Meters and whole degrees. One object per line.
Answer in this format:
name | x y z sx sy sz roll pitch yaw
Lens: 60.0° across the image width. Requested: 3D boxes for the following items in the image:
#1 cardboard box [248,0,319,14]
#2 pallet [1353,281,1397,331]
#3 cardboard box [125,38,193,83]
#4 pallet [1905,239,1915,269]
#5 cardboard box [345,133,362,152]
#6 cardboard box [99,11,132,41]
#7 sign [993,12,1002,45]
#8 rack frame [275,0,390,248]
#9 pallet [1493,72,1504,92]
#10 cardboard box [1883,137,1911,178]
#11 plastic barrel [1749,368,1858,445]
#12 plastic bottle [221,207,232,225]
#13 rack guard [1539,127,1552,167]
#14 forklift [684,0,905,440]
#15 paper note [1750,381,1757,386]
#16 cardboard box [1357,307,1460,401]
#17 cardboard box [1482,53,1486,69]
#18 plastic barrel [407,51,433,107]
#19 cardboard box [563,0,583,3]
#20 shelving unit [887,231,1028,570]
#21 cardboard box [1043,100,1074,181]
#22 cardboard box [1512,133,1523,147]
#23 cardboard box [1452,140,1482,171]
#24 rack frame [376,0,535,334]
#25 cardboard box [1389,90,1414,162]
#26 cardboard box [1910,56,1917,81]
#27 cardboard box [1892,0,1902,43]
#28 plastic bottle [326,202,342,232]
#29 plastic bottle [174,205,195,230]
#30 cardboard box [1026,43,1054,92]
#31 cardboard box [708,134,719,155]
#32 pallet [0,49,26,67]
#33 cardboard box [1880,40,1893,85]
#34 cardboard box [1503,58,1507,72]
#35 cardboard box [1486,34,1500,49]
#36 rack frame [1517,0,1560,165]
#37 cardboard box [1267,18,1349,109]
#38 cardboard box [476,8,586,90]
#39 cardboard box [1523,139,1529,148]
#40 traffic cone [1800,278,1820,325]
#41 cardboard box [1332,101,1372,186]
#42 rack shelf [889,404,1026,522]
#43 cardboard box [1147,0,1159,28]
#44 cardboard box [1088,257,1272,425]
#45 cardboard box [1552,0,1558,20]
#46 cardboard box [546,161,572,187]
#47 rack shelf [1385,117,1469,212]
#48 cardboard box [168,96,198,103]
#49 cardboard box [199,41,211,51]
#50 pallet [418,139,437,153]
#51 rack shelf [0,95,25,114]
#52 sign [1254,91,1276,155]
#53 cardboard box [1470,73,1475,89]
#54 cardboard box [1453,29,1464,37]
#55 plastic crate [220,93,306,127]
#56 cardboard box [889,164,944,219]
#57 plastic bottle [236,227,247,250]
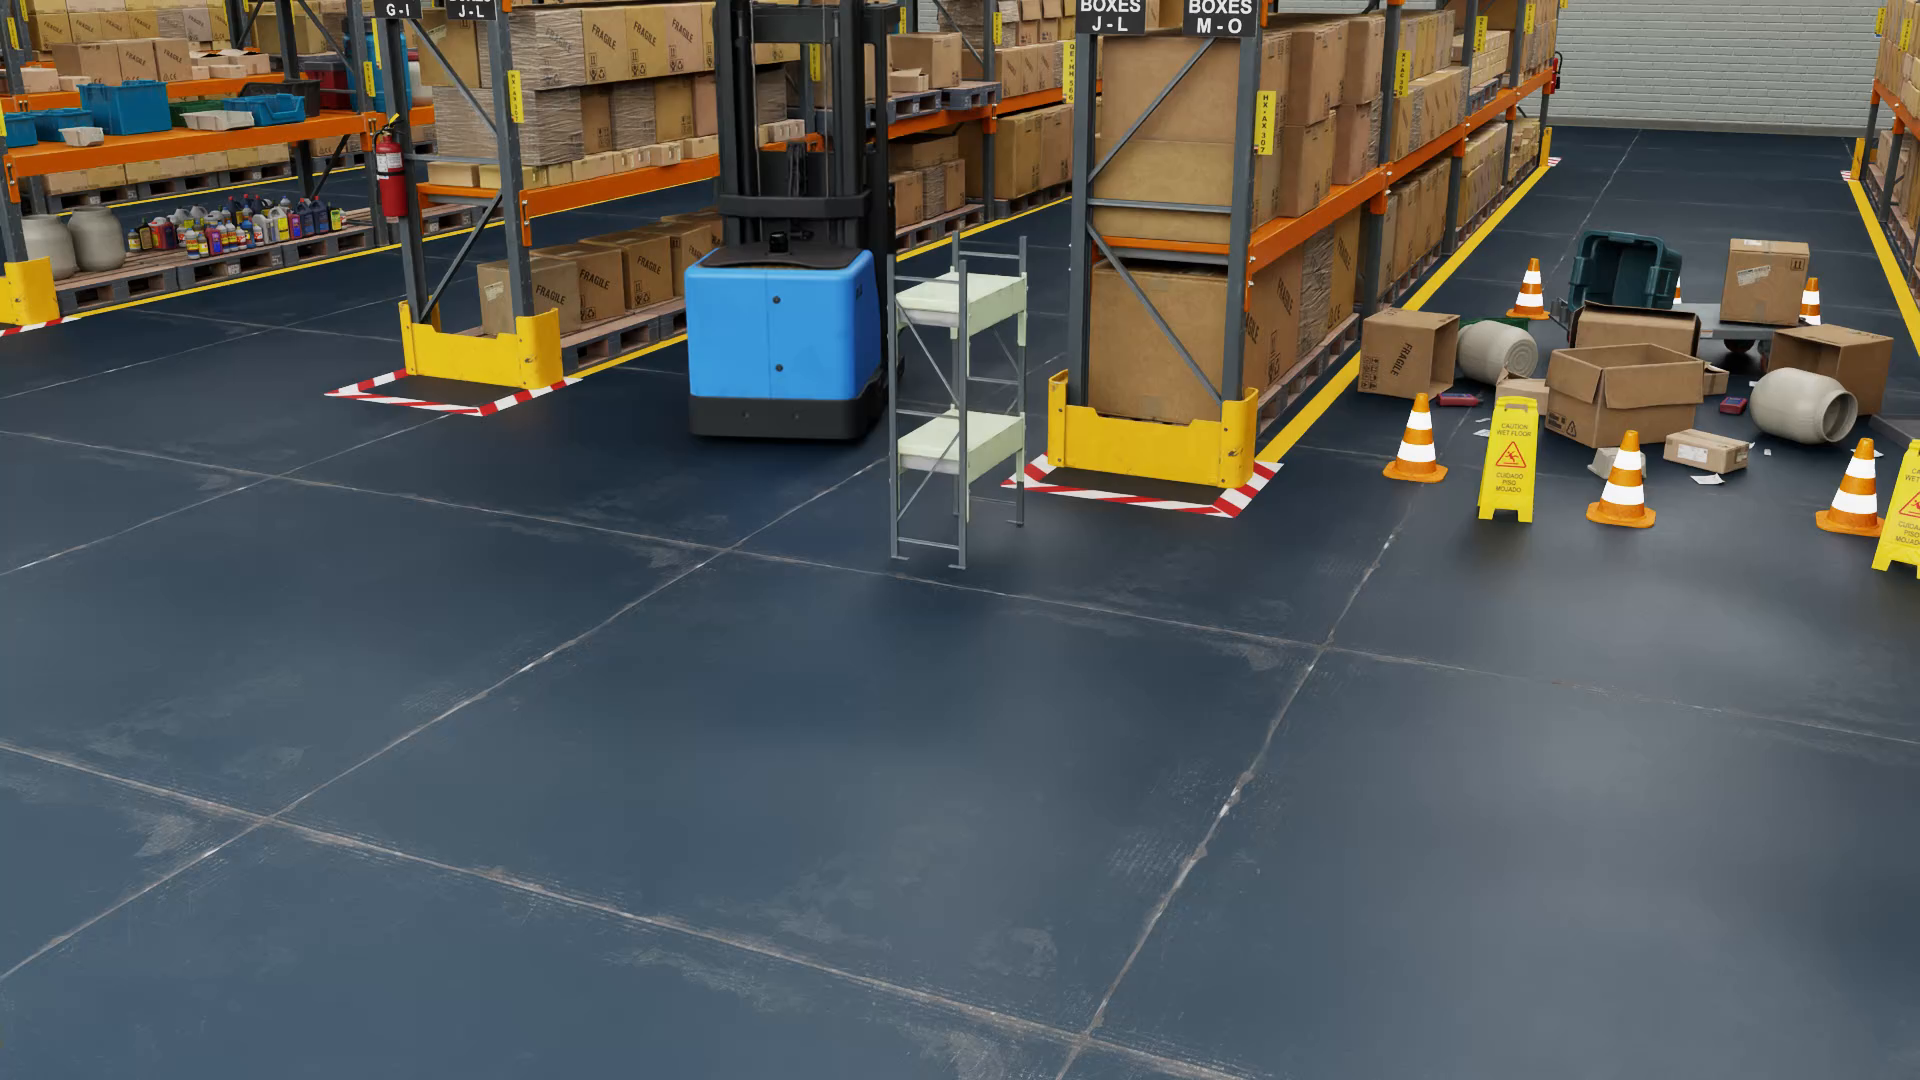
cardboard box | -11.483 -8.778 28.228 0.980 0.700 0.700 8 21 21
pallet | 2.988 -1.987 13.742 1.003 0.211 1.213 9 21 23
cardboard box | -9.813 -5.882 20.381 0.500 0.500 0.500 7 21 20
pallet | 9.328 -2.546 15.313 1.003 0.211 1.213 9 21 23
cardboard box | -8.484 -5.640 22.925 0.500 0.500 0.500 8 21 21
cardboard box | -12.802 -7.649 24.876 0.500 0.500 0.500 8 21 22
sign | 0.394 -5.426 17.639 0.100 0.325 0.005 9 21 23
rack frame | -6.261 -4.446 16.494 1.000 3.000 0.127 9 21 23
pallet | 5.571 -5.196 18.890 1.003 0.211 1.213 9 21 23
cardboard box | 11.666 -4.569 20.037 0.875 0.438 0.875 9 22 24
plastic barrel | 5.125 -0.809 10.112 0.421 0.421 0.512 -9 22 -24
plastic bottle | -7.074 -3.070 16.040 0.097 0.271 0.097 0 20 0
rack guard | 7.624 -5.522 23.251 1.175 0.500 0.348 9 21 23
forklift | -0.976 -2.432 10.934 1.130 2.935 3.031 2 20 6
paper note | 5.525 -1.080 11.459 0.148 0.019 0.142 9 21 23
cardboard box | 3.042 -1.263 11.270 0.500 0.500 0.500 13 23 32
cardboard box | 5.286 -5.011 17.388 0.380 0.149 0.250 8 21 22
plastic barrel | -5.669 -4.772 17.209 0.433 0.535 0.433 0 20 0
cardboard box | -6.421 -8.669 26.727 0.500 0.500 0.500 9 22 24
shelving unit | -0.003 -0.705 8.212 0.431 1.500 0.755 9 21 23
cardboard box | 0.924 -4.937 20.419 1.225 0.875 0.875 8 21 21
cardboard box | 6.837 -5.022 20.853 0.380 0.149 0.250 9 21 24
cardboard box | 5.090 -3.984 17.179 0.500 0.250 0.500 8 21 22
rack frame | -3.380 -2.544 11.145 1.000 3.000 0.127 9 21 23
cardboard box | 3.202 -3.226 12.914 0.500 0.500 0.500 9 21 23
cardboard box | 9.949 -4.758 16.849 0.500 0.250 0.500 9 21 24
cardboard box | 11.144 -6.016 19.266 0.500 0.500 0.500 9 21 23
plastic bottle | -6.157 -3.181 16.334 0.061 0.283 0.133 10 22 25
plastic bottle | -7.298 -2.971 15.643 0.144 0.351 0.185 10 22 25
cardboard box | 0.758 -5.463 19.203 0.500 0.500 0.500 8 21 22
cardboard box | -2.119 -3.167 13.271 0.380 0.149 0.250 9 21 23
pallet | -13.856 -6.705 23.133 1.213 0.211 1.003 9 21 23
cardboard box | 11.348 -5.703 19.880 0.500 0.500 0.500 8 21 22
cardboard box | 6.035 -5.431 19.013 0.380 0.149 0.250 8 21 21
cardboard box | 5.707 -5.470 18.232 0.380 0.149 0.250 8 21 23
rack frame | 7.655 -6.723 22.897 1.000 3.000 0.127 9 21 23
cardboard box | 2.093 -3.196 11.144 0.875 0.550 0.550 9 21 23
cardboard box | -2.907 -3.333 11.278 0.500 0.500 0.500 9 21 23
cardboard box | 7.166 -5.123 21.580 0.380 0.149 0.250 10 22 25
traffic cone | 6.529 -1.783 12.790 0.336 0.463 0.334 9 21 23
cardboard box | 2.396 -2.840 11.754 0.875 0.550 0.550 9 21 23
rack shelf | -0.003 -0.397 8.321 0.431 0.370 0.720 9 21 23
cardboard box | 2.380 -7.055 22.491 0.500 0.500 0.500 8 21 21
cardboard box | 1.321 -1.245 10.038 0.875 0.875 0.875 9 21 23
cardboard box | 7.695 -7.208 22.174 0.500 0.500 0.500 8 21 22
cardboard box | -2.926 -2.553 11.547 0.380 0.149 0.250 9 21 23
rack shelf | 3.560 -3.327 14.422 1.077 0.370 4.000 9 21 23
cardboard box | -12.532 -6.947 26.109 0.750 0.750 0.750 9 22 24
cardboard box | -12.133 -7.846 26.400 0.380 0.149 0.250 9 22 24
pallet | -7.801 -6.005 25.038 1.003 0.211 1.213 9 21 23
rack shelf | -11.598 -4.176 16.810 1.077 0.370 4.000 9 21 23
sign | 1.607 -2.199 8.766 0.100 0.325 0.005 9 21 23
cardboard box | 4.967 -4.631 16.762 0.380 0.149 0.250 10 22 25
cardboard box | 5.957 -5.874 19.917 0.500 0.500 0.500 9 21 23
plastic crate | -6.467 -4.000 15.463 0.499 0.251 0.616 9 21 23
cardboard box | -0.576 -3.640 17.301 0.700 0.500 0.500 7 21 18
plastic bottle | -6.651 -2.789 15.355 0.097 0.201 0.097 0 20 0
